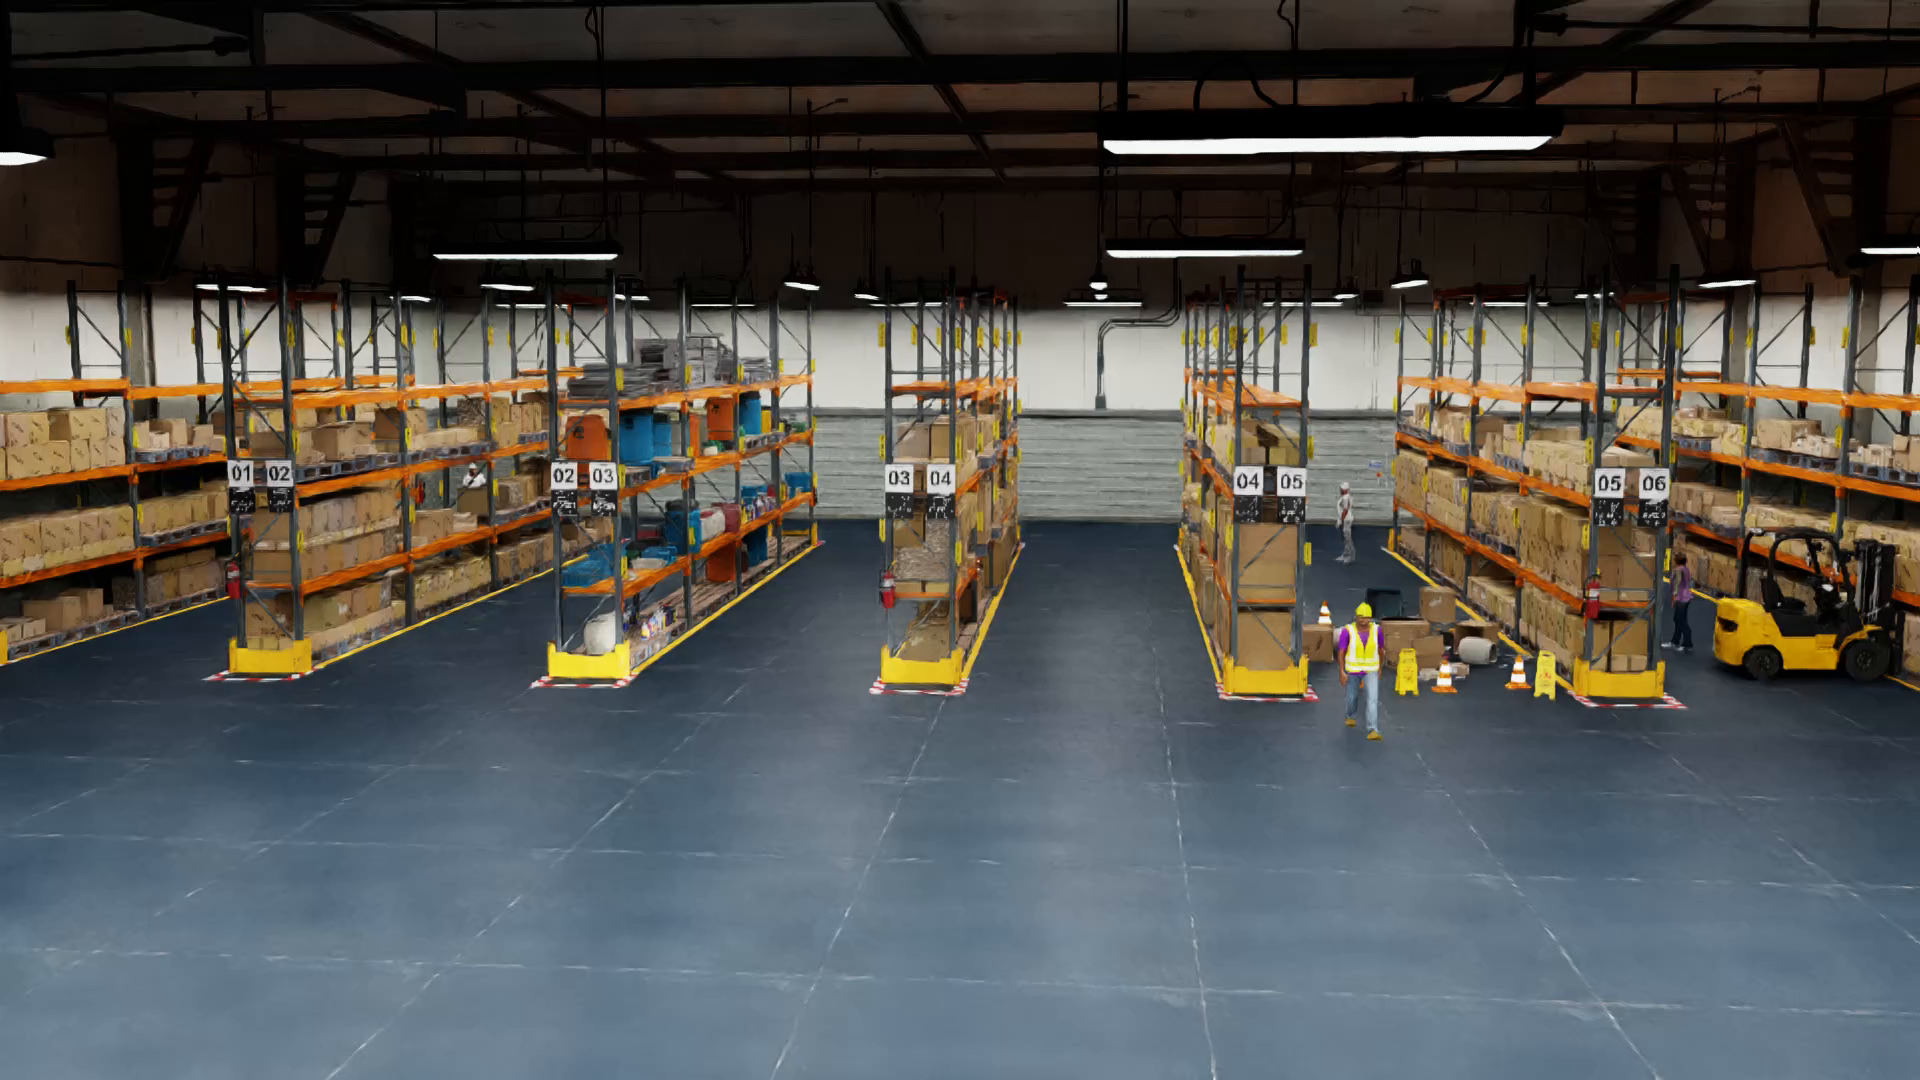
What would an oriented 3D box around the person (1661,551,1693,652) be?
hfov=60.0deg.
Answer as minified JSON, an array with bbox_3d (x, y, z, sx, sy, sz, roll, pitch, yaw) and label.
[{"bbox_3d":[11.512,0.991,26.639,0.527,1.550,0.522,5,9,37],"label":"person"}]

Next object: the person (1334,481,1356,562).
[{"bbox_3d":[8.658,-0.412,37.330,0.467,1.812,0.582,2,7,14],"label":"person"}]

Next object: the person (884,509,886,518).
[{"bbox_3d":[-1.471,-0.385,38.148,0.566,1.541,0.519,0,7,3],"label":"person"}]

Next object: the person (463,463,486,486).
[{"bbox_3d":[-12.881,-1.206,44.117,0.598,1.690,1.094,0,7,-4],"label":"person"}]

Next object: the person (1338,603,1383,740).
[{"bbox_3d":[5.044,1.619,20.927,0.577,1.691,1.121,1,7,8],"label":"person"}]
